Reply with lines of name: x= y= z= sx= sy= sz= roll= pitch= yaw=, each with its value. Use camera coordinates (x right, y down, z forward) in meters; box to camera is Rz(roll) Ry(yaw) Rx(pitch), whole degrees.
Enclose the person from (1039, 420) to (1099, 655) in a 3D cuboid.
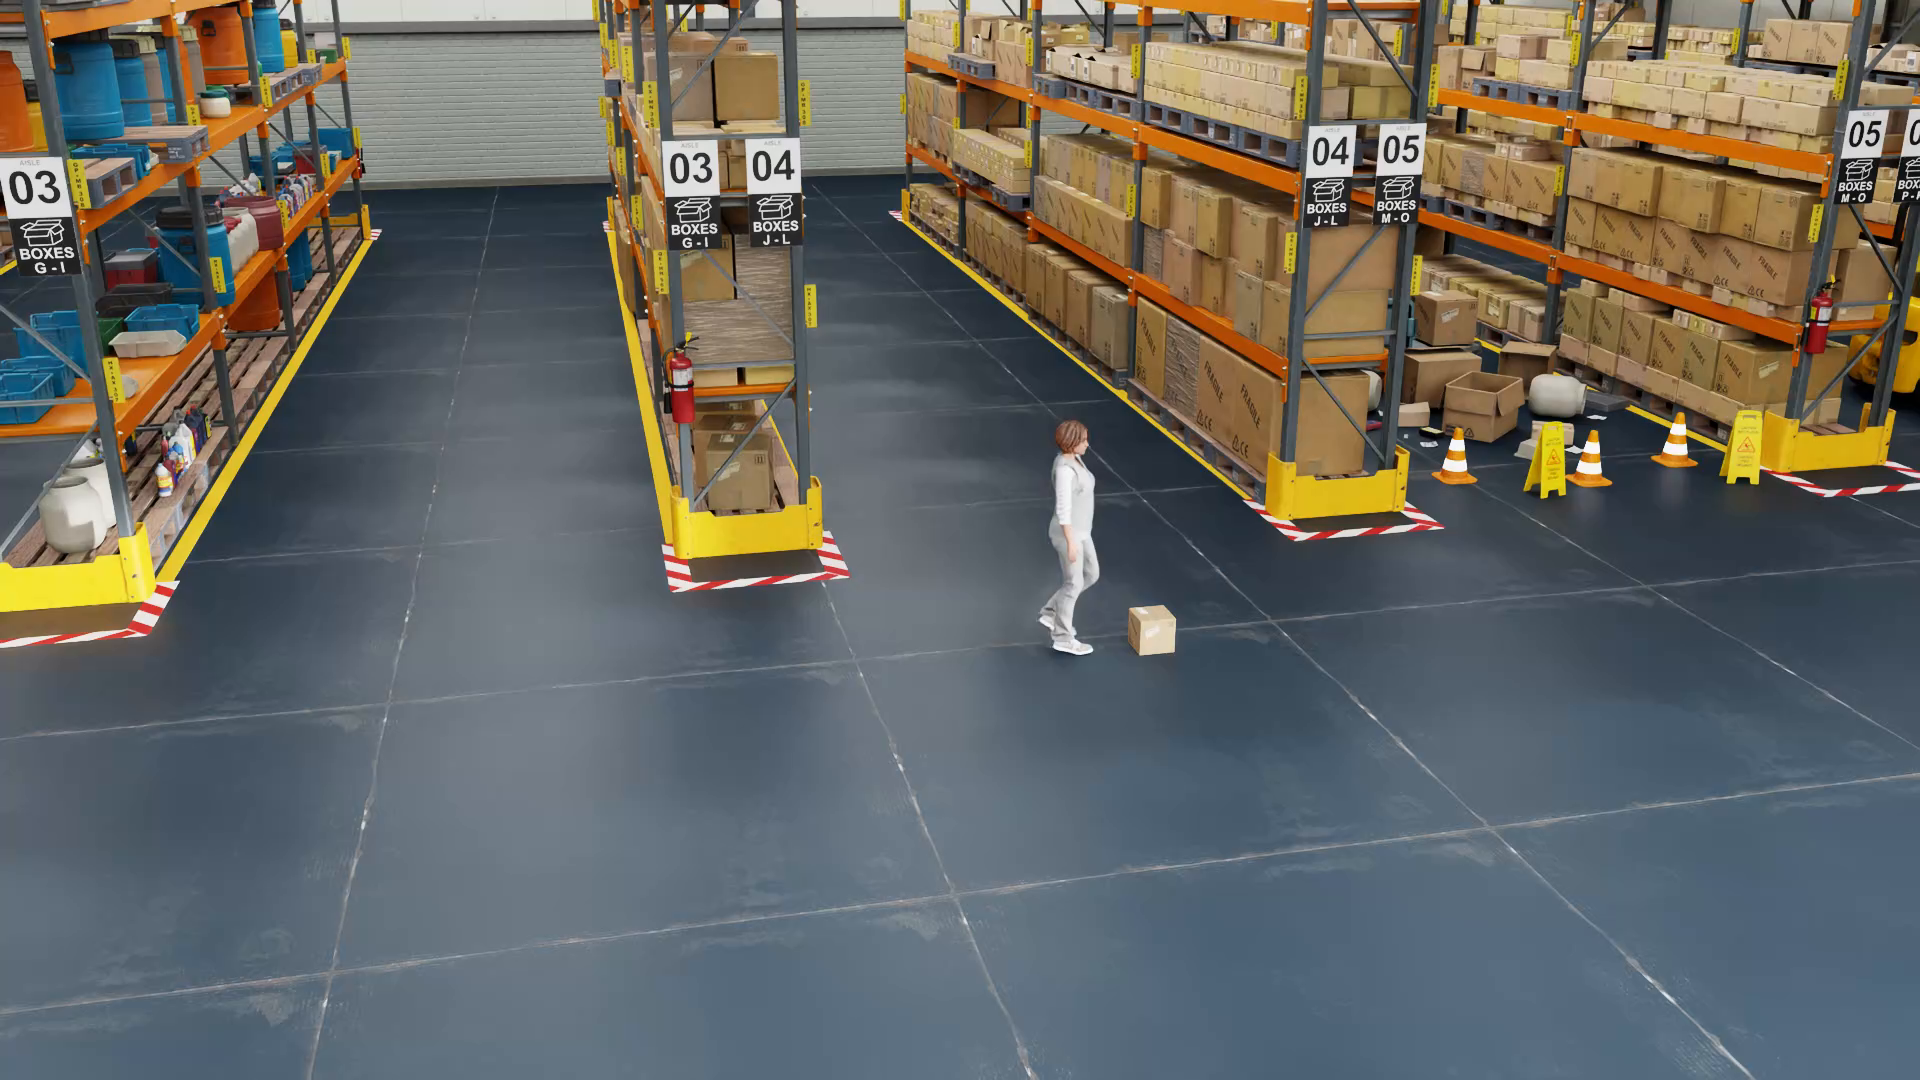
person: x=0.726 y=-0.025 z=11.109 sx=0.394 sy=1.603 sz=0.436 roll=4 pitch=20 yaw=10
